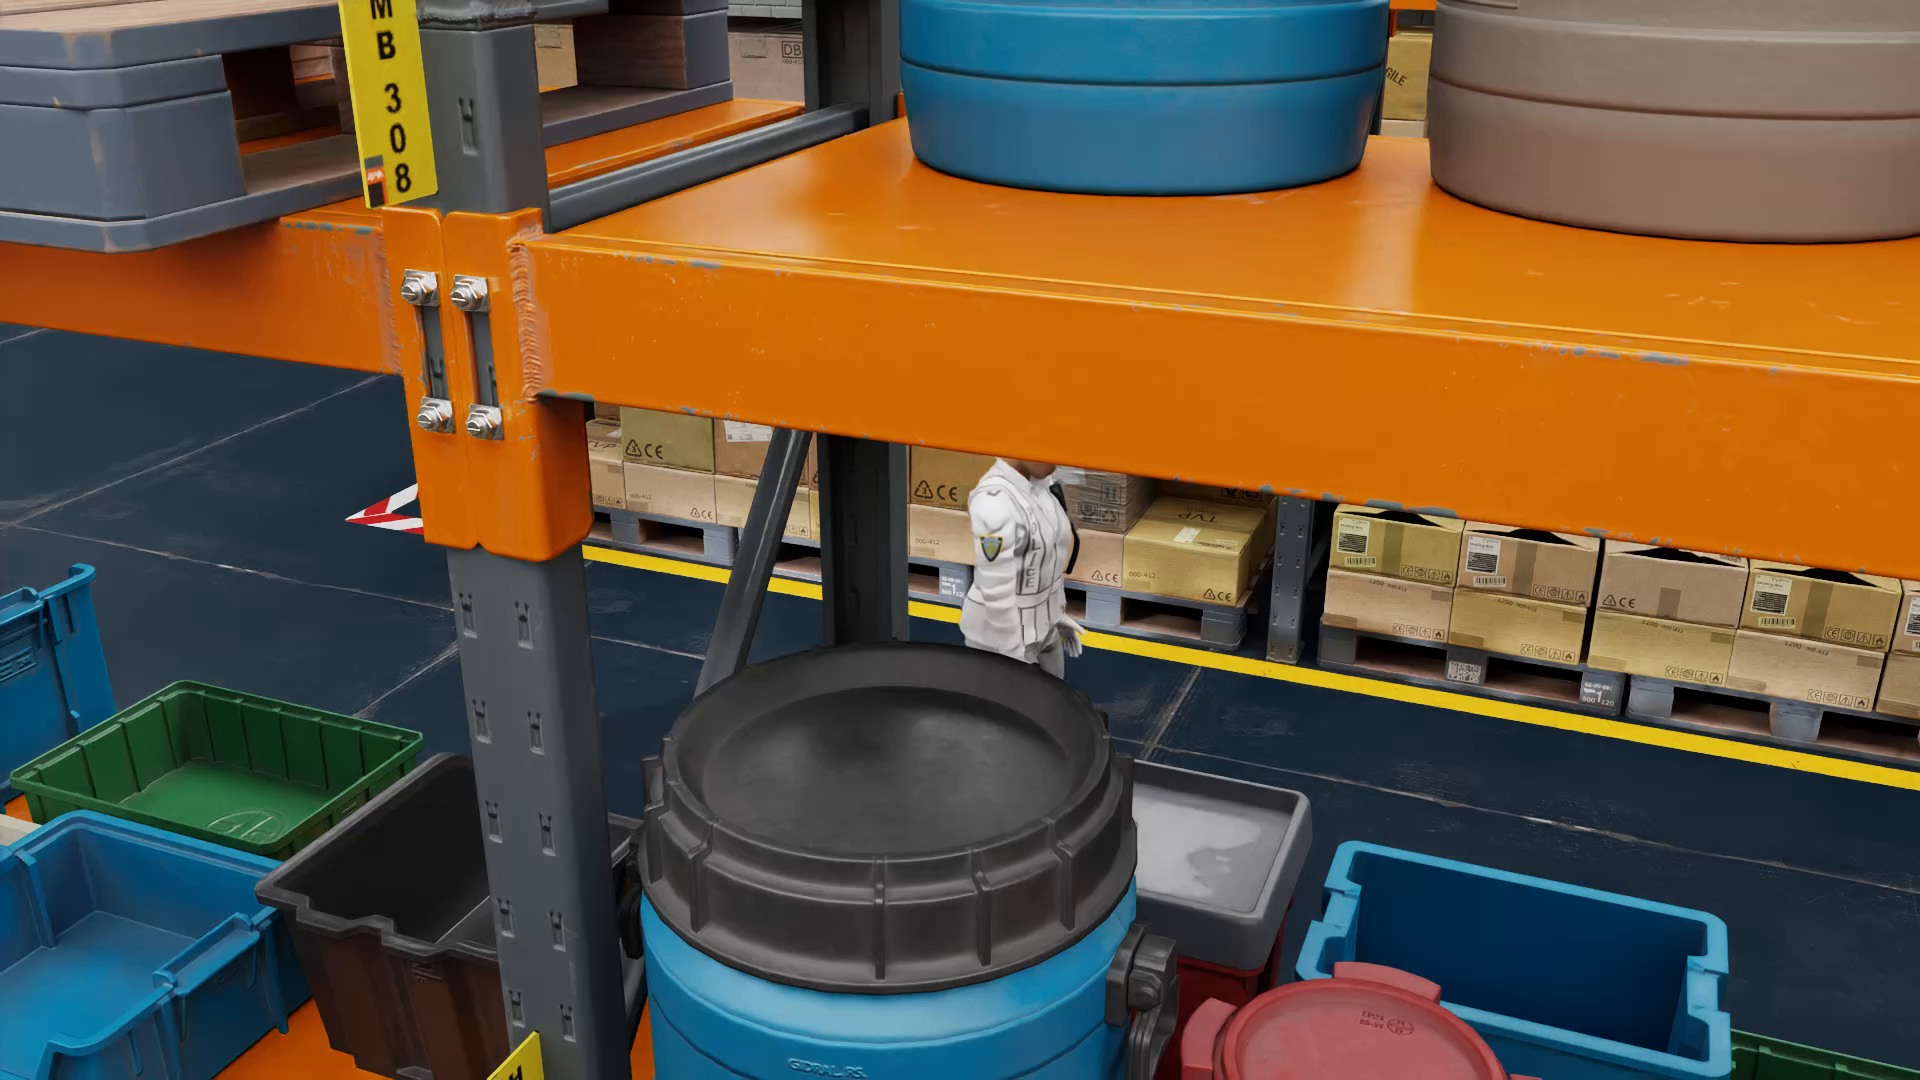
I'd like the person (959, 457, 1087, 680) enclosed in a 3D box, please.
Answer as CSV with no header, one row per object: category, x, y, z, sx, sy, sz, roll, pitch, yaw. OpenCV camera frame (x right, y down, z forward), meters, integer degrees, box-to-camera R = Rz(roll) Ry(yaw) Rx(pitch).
person,0.203,0.317,5.352,0.366,1.654,0.482,9,24,21
